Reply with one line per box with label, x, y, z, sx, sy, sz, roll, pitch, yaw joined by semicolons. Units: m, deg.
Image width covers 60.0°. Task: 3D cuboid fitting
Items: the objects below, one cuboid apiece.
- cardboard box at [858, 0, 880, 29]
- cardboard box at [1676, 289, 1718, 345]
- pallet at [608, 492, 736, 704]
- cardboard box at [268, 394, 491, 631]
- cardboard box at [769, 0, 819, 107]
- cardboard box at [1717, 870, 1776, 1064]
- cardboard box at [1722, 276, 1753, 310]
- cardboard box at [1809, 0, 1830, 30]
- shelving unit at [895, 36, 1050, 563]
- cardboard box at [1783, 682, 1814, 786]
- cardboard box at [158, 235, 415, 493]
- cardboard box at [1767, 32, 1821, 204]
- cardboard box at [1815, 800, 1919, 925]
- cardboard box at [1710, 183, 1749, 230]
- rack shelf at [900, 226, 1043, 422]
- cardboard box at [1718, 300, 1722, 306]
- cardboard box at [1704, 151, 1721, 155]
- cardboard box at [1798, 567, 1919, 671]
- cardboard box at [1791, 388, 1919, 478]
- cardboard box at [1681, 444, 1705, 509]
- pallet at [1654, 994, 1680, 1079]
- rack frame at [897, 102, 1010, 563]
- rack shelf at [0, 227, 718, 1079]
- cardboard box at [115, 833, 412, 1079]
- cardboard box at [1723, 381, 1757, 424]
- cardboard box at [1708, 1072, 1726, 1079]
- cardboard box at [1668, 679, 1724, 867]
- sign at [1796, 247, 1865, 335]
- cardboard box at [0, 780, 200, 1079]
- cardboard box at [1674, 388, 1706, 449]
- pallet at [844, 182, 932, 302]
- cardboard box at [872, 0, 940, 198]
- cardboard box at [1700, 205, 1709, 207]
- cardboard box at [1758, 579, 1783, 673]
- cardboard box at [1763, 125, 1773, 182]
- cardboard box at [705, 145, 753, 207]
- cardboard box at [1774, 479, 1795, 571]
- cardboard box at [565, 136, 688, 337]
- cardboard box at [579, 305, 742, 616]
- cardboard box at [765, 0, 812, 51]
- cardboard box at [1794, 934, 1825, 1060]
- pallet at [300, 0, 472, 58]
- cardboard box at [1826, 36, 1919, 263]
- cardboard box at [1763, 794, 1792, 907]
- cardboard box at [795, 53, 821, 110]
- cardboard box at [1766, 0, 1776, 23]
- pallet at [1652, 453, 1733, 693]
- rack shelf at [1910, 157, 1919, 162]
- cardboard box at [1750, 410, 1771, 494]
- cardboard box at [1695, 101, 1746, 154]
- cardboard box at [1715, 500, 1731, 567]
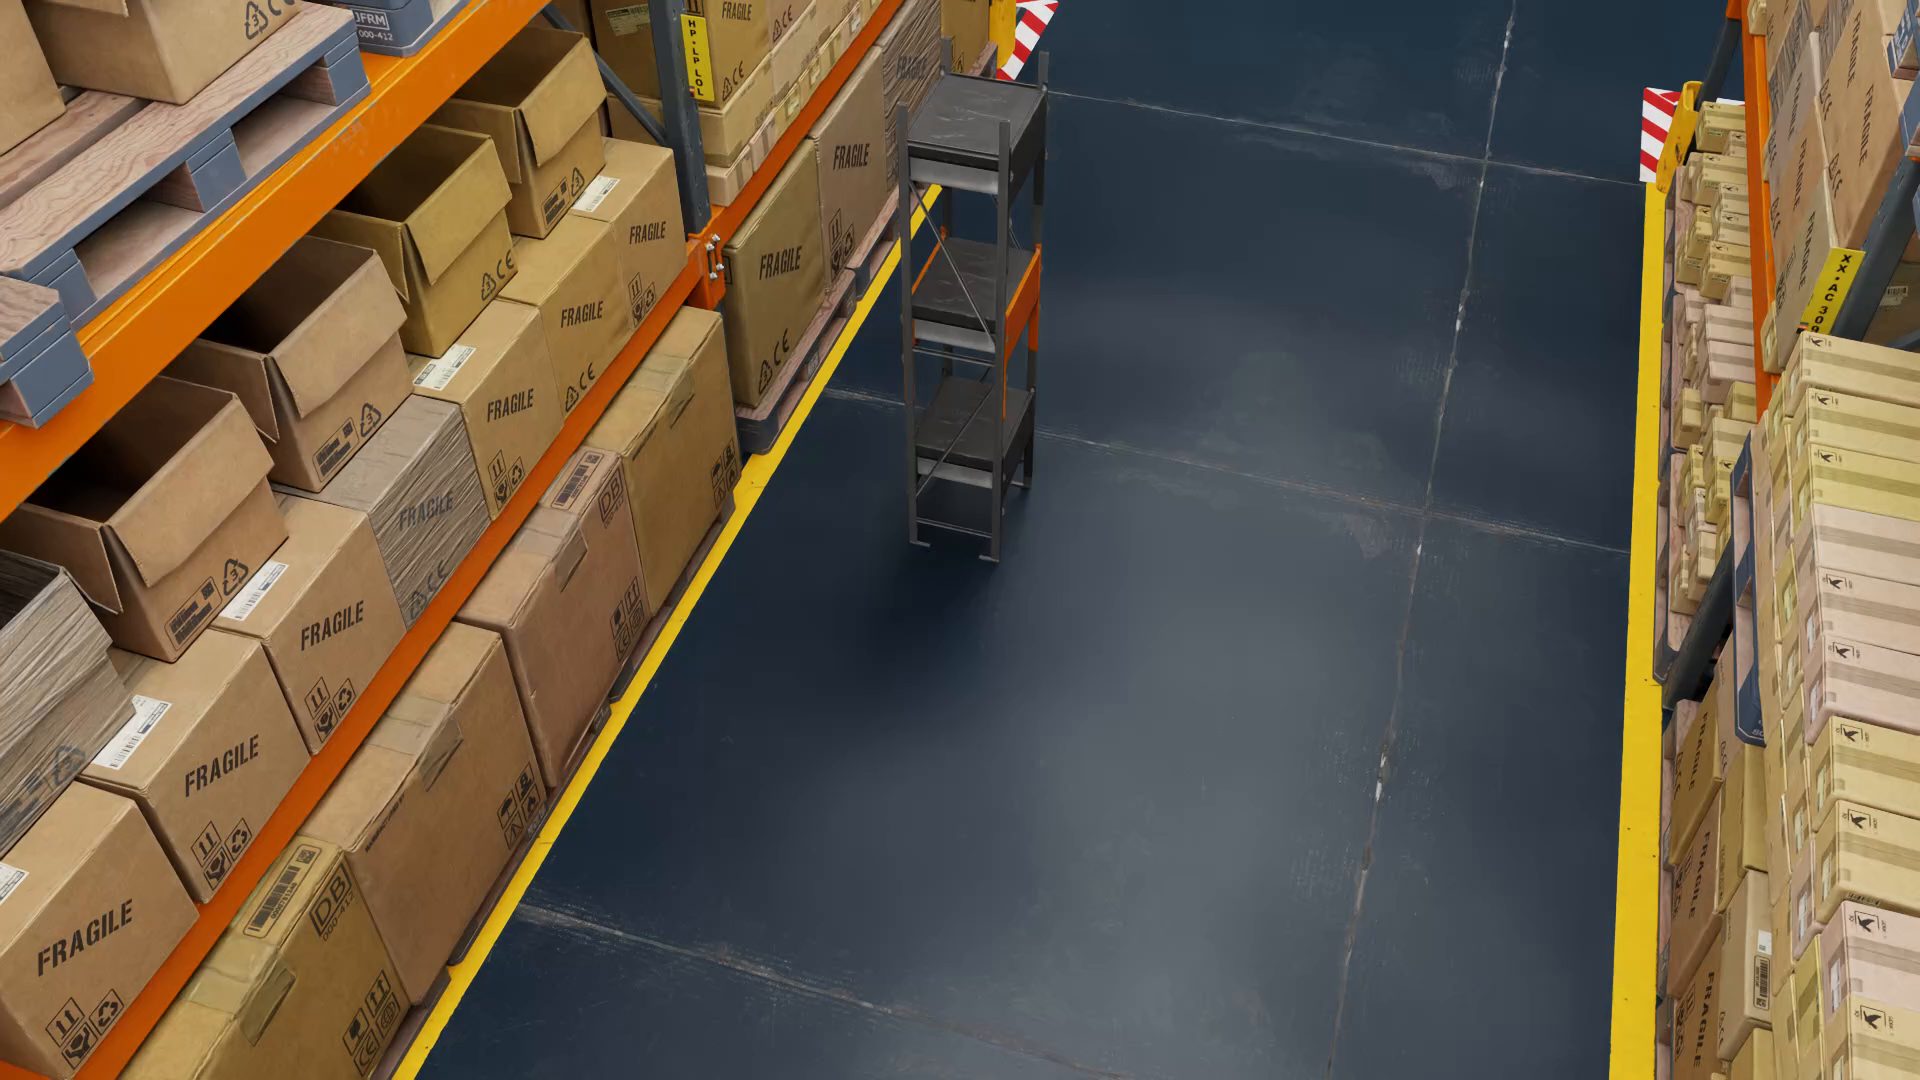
cardboard box;-0.594;-2.540;7.780;0.380;0.149;0.250;11;46;11
cardboard box;3.576;-1.018;7.783;0.380;0.149;0.250;10;45;11
pallet;-1.633;0.063;6.934;1.003;0.211;1.213;13;46;13
cardboard box;-1.817;-0.119;5.054;0.500;0.500;0.500;13;46;13
cardboard box;-0.924;-2.105;7.050;0.500;0.250;0.500;12;46;12
cardboard box;2.432;1.260;4.667;0.500;0.250;0.500;14;46;14
cardboard box;3.589;-1.009;7.349;0.380;0.149;0.250;13;46;13
cardboard box;3.571;-2.248;6.303;0.500;0.500;0.500;11;45;11
shelving unit;0.050;-0.861;6.527;0.431;2.100;0.503;13;46;12
cardboard box;2.275;0.528;4.131;0.380;0.149;0.250;12;46;12
cardboard box;-2.049;-0.558;4.786;0.797;0.503;0.637;14;46;14
cardboard box;3.413;-1.547;6.301;0.500;0.500;0.500;12;46;12
cardboard box;2.119;0.762;3.679;0.380;0.149;0.250;15;46;14
cardboard box;3.791;-1.546;7.897;0.380;0.149;0.250;10;45;11
rack shelf;0.050;-0.851;6.537;0.431;0.518;0.480;13;46;12
cardboard box;3.693;-1.068;7.621;0.380;0.149;0.250;15;46;15
cardboard box;4.033;-1.955;8.527;0.380;0.149;0.250;14;46;14
cardboard box;2.354;0.240;4.213;0.380;0.149;0.250;12;46;12
cardboard box;2.589;-0.266;4.731;0.380;0.149;0.250;14;46;14
cardboard box;3.152;-0.226;6.761;0.380;0.149;0.250;11;45;11
pallet;2.623;1.986;4.969;1.003;0.211;1.213;13;46;13
rack frame;-0.024;-0.698;6.361;0.400;2.100;0.015;13;46;12
rack shelf;-2.077;0.126;5.389;1.077;0.370;4.000;13;46;13
cardboard box;-2.454;1.356;4.837;1.225;0.875;0.875;11;45;11
cardboard box;3.346;-0.485;6.812;0.380;0.149;0.250;14;46;14
cardboard box;2.269;1.868;4.582;0.500;0.500;0.500;11;45;11
cardboard box;2.749;0.834;5.639;0.500;0.500;0.500;14;46;14
sign;2.706;-0.765;5.167;0.100;0.325;0.005;13;46;13
cardboard box;-2.276;0.900;4.013;0.500;0.500;0.500;14;46;14
cardboard box;3.333;-0.501;7.254;0.380;0.149;0.250;12;46;12
pallet;-0.799;-1.773;8.810;1.003;0.211;1.213;13;46;12
cardboard box;-0.653;-2.471;8.748;0.875;0.875;0.875;13;46;13
cardboard box;3.972;-1.670;8.449;0.380;0.149;0.250;12;46;12
cardboard box;2.433;0.278;4.600;0.380;0.149;0.250;13;46;13
cardboard box;3.493;-1.553;6.771;0.380;0.149;0.250;13;46;13
cardboard box;-1.065;-1.501;6.718;0.380;0.149;0.250;13;46;13
cardboard box;2.513;-0.002;4.673;0.380;0.149;0.250;14;46;13
cardboard box;-1.353;-1.130;6.088;0.500;0.500;0.500;13;46;13
cardboard box;-1.646;-0.424;6.656;1.225;0.875;0.875;13;46;13
cardboard box;-0.926;-2.376;6.791;0.500;0.500;0.500;13;46;13
cardboard box;2.040;1.042;3.606;0.380;0.149;0.250;12;46;12
pallet;-1.702;-1.846;4.883;0.805;0.209;1.217;11;45;11
cardboard box;3.110;-1.216;5.248;0.500;0.500;0.500;11;45;11
cardboard box;2.198;0.798;4.068;0.380;0.149;0.250;11;45;11
cardboard box;-0.828;-2.027;7.256;0.380;0.149;0.250;11;46;11
cardboard box;3.899;-2.551;7.327;0.500;0.500;0.500;13;46;13
pallet;3.395;0.196;6.798;1.003;0.211;1.213;13;46;13
rack shelf;2.619;0.172;3.198;1.077;0.370;4.000;13;46;13
cardboard box;2.667;-0.241;5.130;0.380;0.149;0.250;11;45;11
cardboard box;3.954;-2.079;8.441;0.380;0.149;0.250;11;45;11
cardboard box;3.085;0.018;6.299;0.380;0.149;0.250;14;46;14
